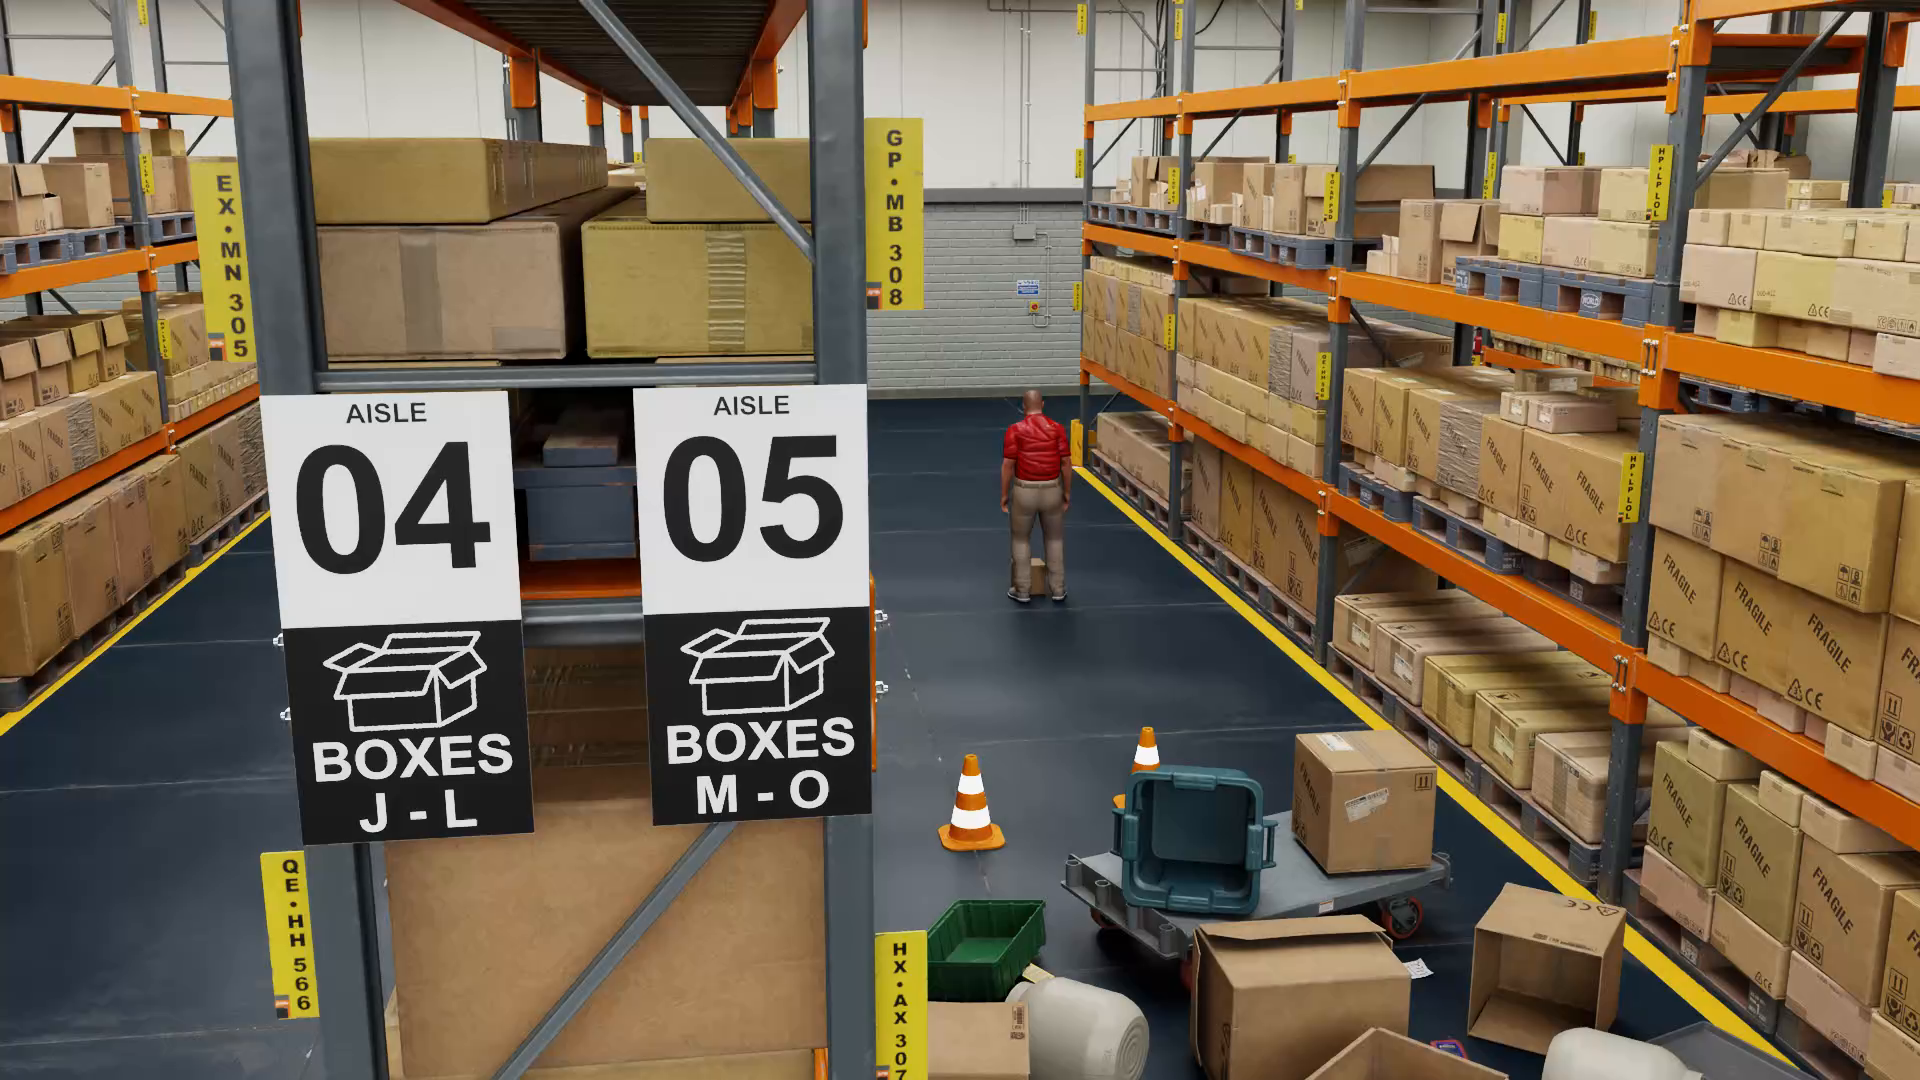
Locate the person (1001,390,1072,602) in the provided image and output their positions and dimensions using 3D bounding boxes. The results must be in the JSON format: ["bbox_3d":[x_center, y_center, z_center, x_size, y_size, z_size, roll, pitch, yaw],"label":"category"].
[{"bbox_3d":[0.618,-0.358,13.556,0.587,1.726,0.385,-2,13,-9],"label":"person"}]
